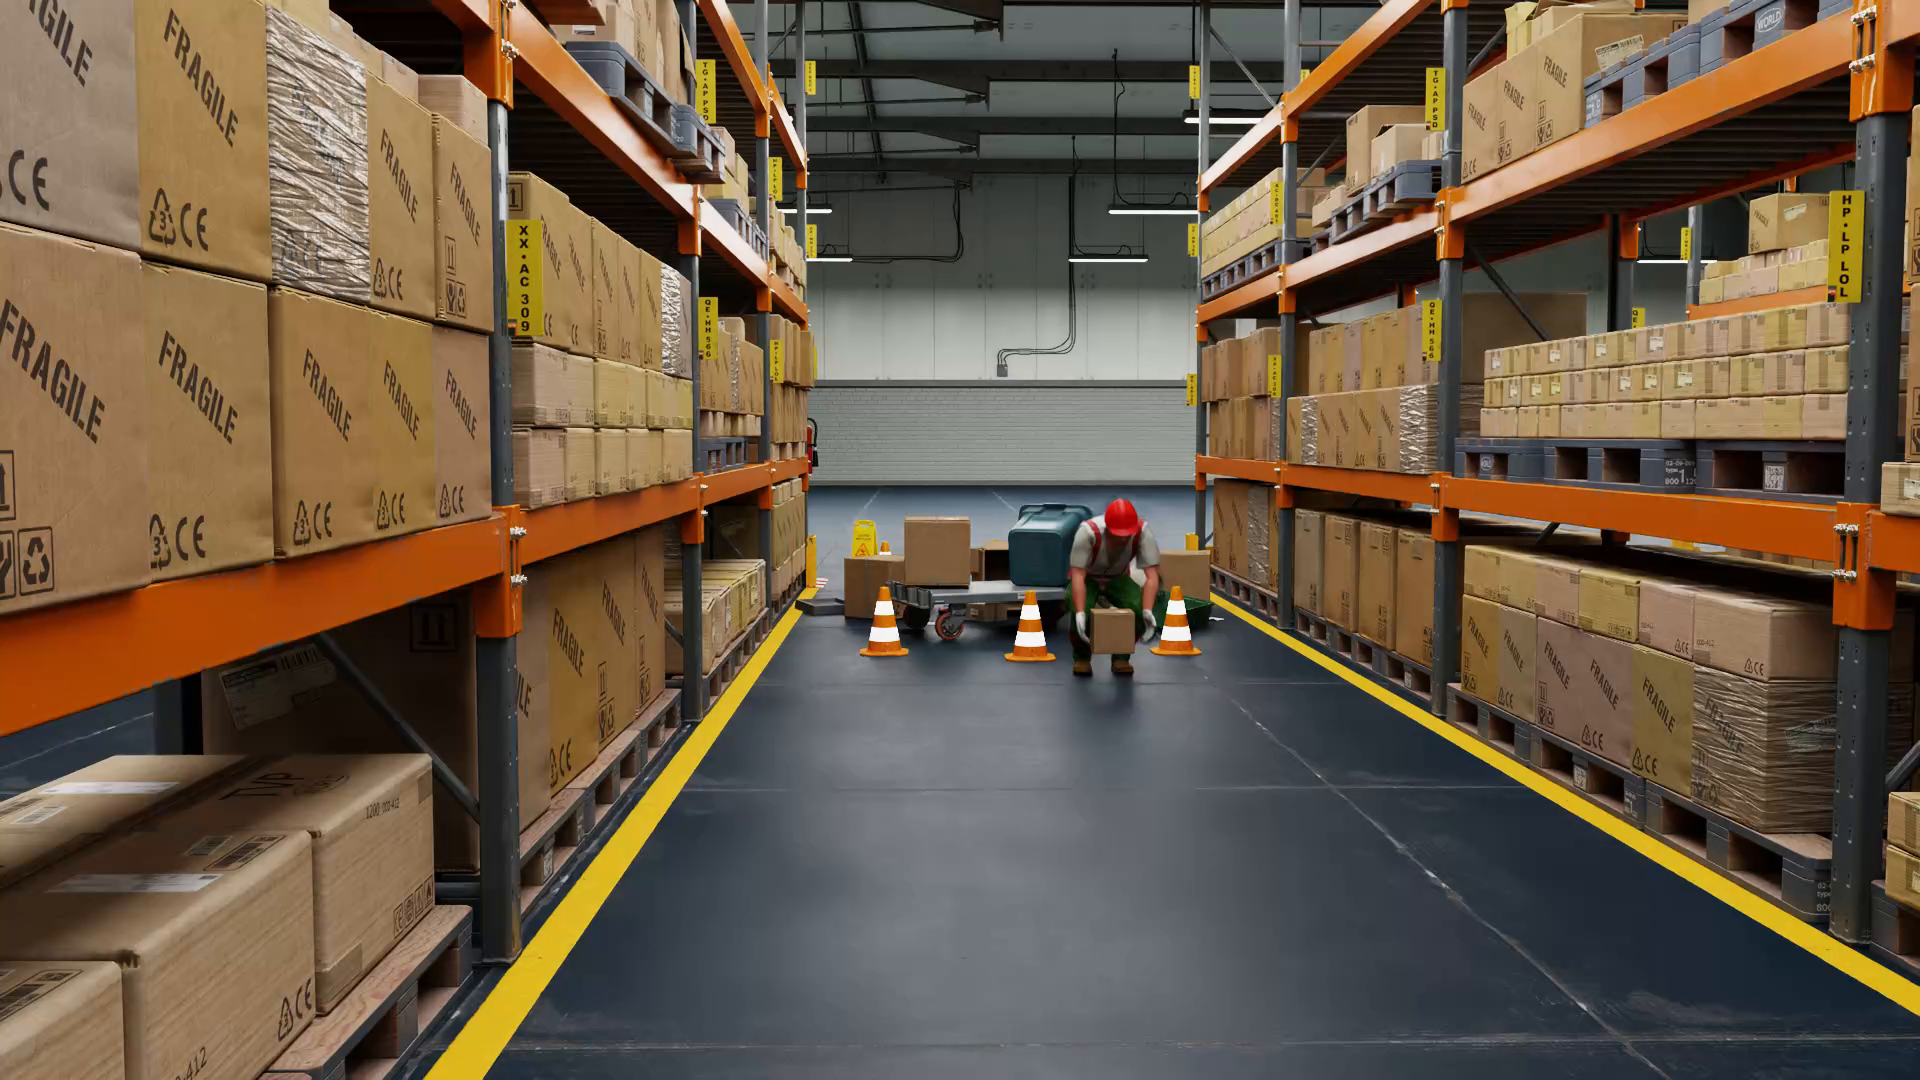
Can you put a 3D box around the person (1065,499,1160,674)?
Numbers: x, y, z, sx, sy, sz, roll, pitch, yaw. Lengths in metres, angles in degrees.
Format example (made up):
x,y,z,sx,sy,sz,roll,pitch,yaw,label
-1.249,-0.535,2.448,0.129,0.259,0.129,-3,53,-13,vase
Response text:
x,y,z,sx,sy,sz,roll,pitch,yaw,label
0.958,0.293,10.534,0.583,1.136,0.854,0,4,-1,person
